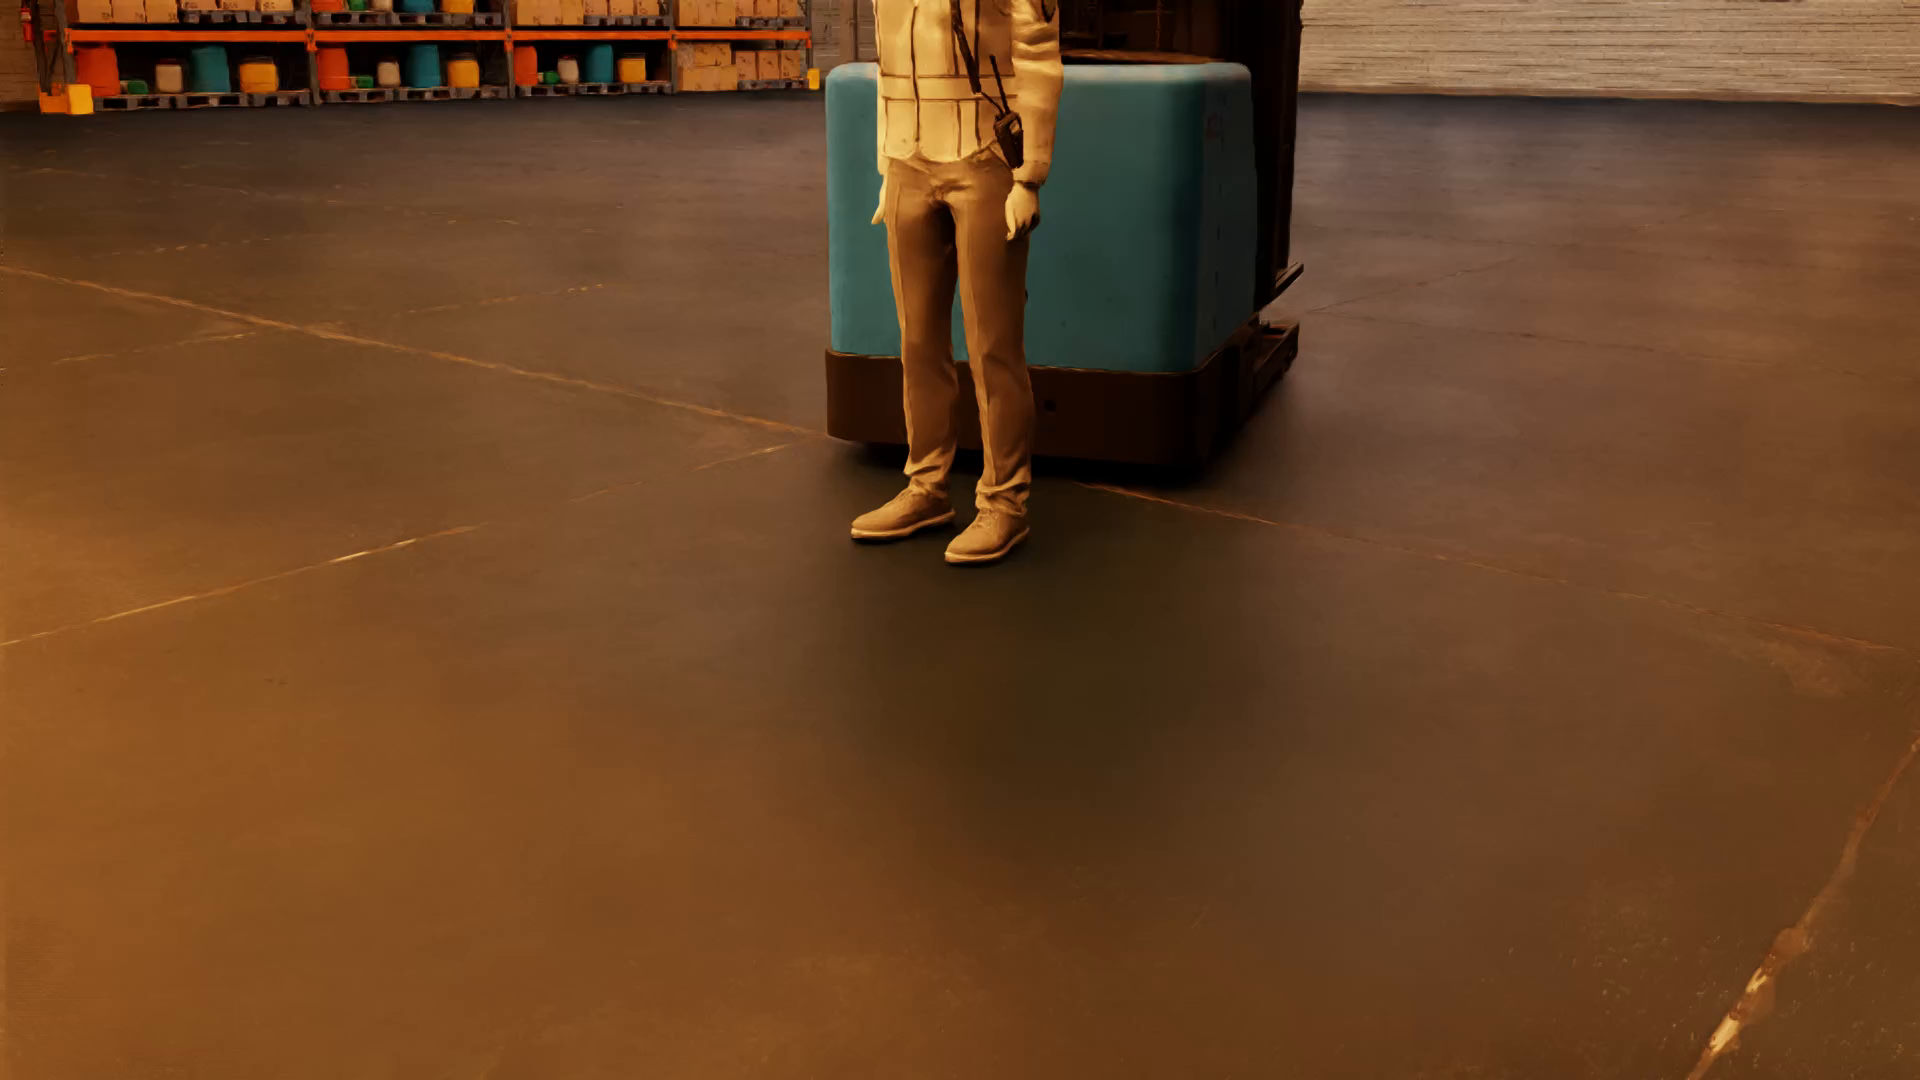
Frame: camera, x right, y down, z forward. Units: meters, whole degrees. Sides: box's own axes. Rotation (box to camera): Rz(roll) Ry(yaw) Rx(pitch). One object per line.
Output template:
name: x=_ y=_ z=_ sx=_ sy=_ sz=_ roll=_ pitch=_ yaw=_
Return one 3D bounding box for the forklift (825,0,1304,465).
forklift: x=0.581 y=-1.987 z=5.441 sx=1.130 sy=2.935 sz=3.031 roll=6 pitch=18 yaw=18

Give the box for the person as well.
person: x=-0.009 y=-0.803 z=3.685 sx=0.463 sy=1.692 sz=0.337 roll=13 pitch=21 yaw=37
